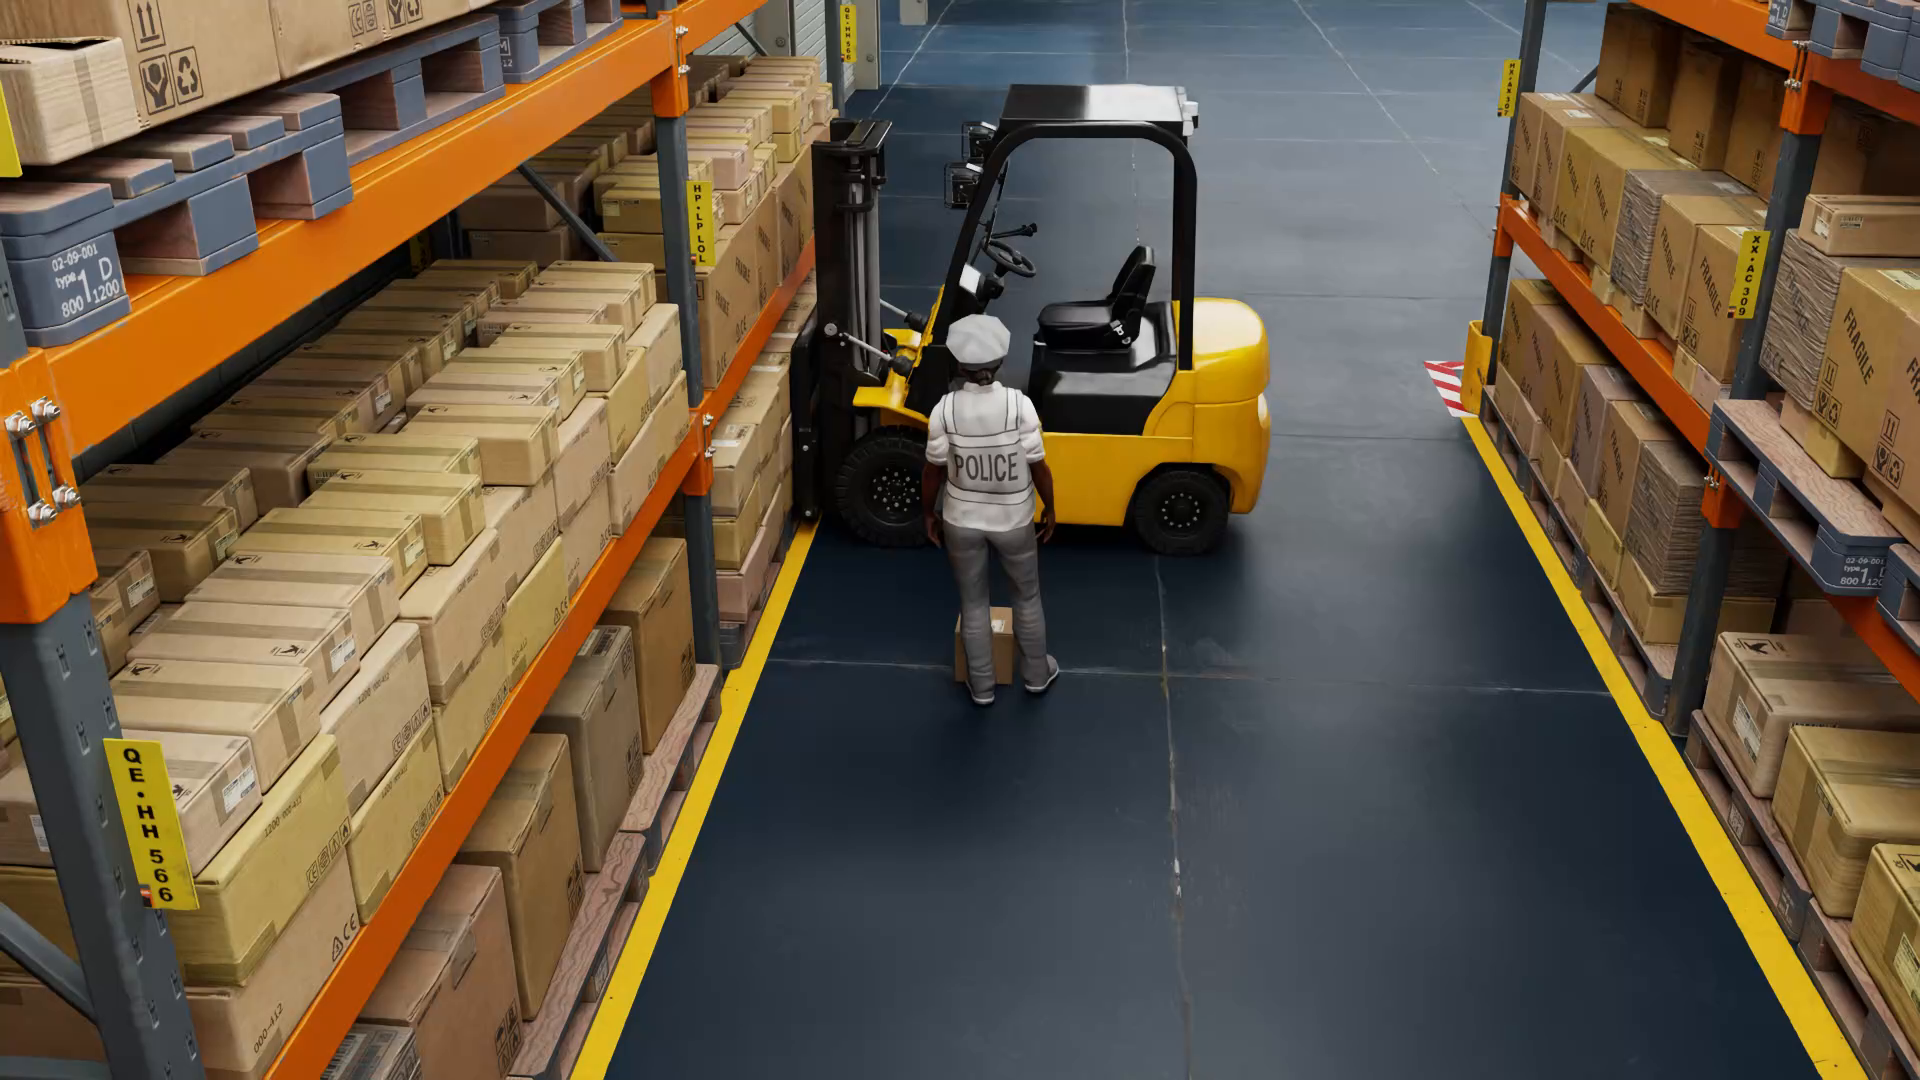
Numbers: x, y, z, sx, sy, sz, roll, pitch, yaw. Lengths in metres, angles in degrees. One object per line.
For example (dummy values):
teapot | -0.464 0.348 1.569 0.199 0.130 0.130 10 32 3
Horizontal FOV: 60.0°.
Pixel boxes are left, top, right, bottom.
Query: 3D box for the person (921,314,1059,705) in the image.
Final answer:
person | 0.136 -0.118 6.802 0.569 1.694 0.528 2 25 4
